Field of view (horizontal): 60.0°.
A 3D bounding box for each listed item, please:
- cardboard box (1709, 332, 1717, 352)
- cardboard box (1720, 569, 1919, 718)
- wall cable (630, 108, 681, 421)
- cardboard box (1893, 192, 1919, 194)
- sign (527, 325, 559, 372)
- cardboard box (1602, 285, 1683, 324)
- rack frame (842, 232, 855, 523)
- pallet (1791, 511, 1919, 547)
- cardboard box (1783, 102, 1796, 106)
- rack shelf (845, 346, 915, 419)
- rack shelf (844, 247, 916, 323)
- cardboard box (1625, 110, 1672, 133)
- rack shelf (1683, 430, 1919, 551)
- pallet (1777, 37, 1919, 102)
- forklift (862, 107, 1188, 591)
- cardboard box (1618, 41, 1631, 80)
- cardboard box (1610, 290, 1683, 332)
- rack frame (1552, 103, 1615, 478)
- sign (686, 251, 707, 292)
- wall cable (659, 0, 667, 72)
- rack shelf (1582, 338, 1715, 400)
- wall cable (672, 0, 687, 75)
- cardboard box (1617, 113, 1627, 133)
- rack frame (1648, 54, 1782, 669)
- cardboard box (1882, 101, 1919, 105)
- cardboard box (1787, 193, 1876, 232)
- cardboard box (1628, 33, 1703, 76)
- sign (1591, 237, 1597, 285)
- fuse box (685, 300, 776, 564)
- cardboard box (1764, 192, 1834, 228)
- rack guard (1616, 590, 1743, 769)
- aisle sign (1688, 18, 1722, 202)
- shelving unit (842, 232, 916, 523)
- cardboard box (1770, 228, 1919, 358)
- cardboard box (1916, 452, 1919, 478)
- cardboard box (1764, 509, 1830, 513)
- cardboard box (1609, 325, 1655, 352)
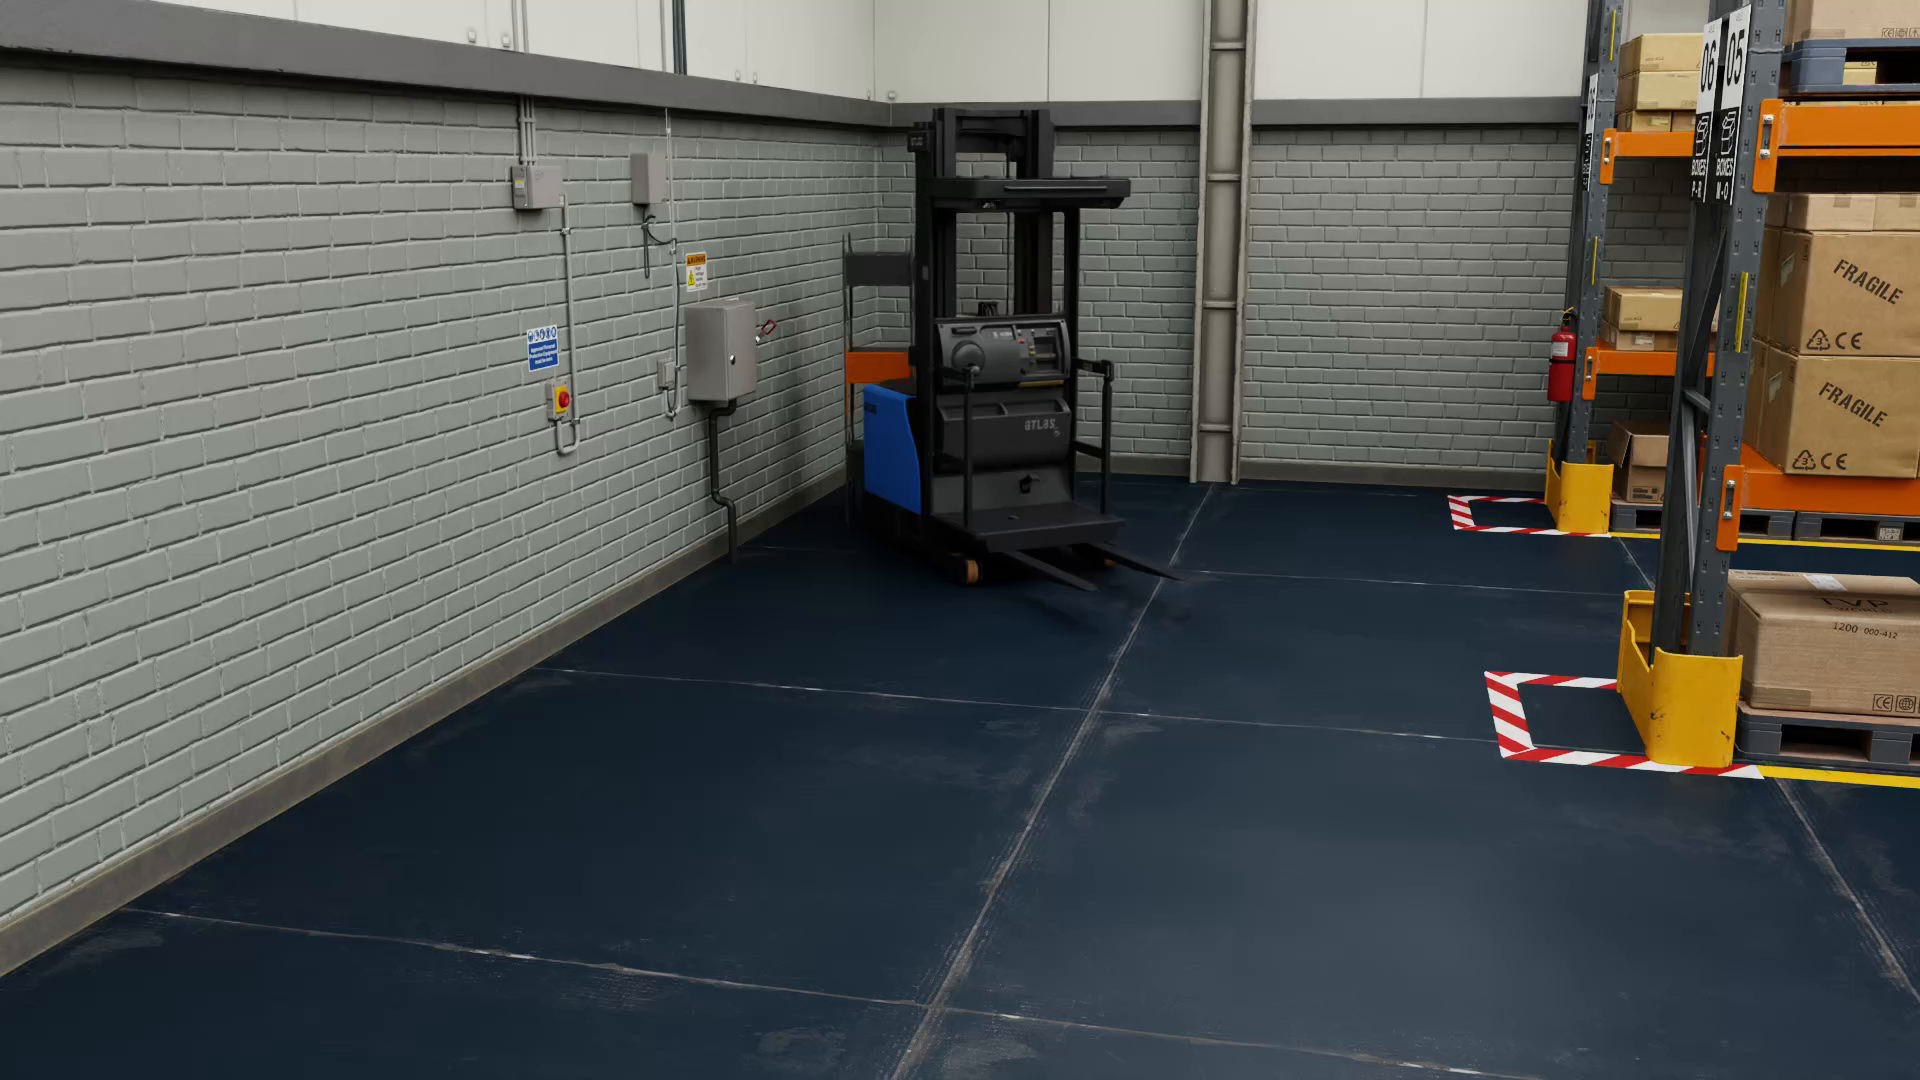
[{"bbox_3d":[5.323,-1.432,11.844,0.250,0.149,0.380,3,13,13],"label":"cardboard box"},{"bbox_3d":[4.027,0.464,7.665,0.875,0.438,0.875,3,13,12],"label":"cardboard box"},{"bbox_3d":[-1.789,-1.678,10.026,0.122,1.984,0.588,3,13,14],"label":"wall cable"},{"bbox_3d":[4.282,-1.469,7.391,0.250,0.149,0.380,3,13,13],"label":"cardboard box"},{"bbox_3d":[-2.189,-1.008,8.728,0.001,0.218,0.327,3,13,14],"label":"sign"},{"bbox_3d":[5.058,-1.743,12.326,0.500,0.250,0.500,3,13,15],"label":"cardboard box"},{"bbox_3d":[-0.822,-1.197,12.281,0.015,2.100,0.400,1,13,3],"label":"rack frame"},{"bbox_3d":[6.577,-0.169,12.009,1.213,0.211,1.003,3,13,14],"label":"pallet"},{"bbox_3d":[5.412,-3.073,11.395,0.500,0.250,0.500,3,13,15],"label":"cardboard box"},{"bbox_3d":[-0.578,-1.180,12.270,0.480,0.518,0.431,1,13,3],"label":"rack shelf"},{"bbox_3d":[-0.578,-1.864,12.118,0.480,0.518,0.431,1,13,3],"label":"rack shelf"},{"bbox_3d":[4.802,-2.916,11.605,0.250,0.149,0.380,3,13,15],"label":"cardboard box"},{"bbox_3d":[5.304,-0.140,7.102,4.000,0.370,1.077,3,13,14],"label":"rack shelf"},{"bbox_3d":[4.085,-1.980,7.013,1.213,0.211,1.003,3,13,14],"label":"pallet"},{"bbox_3d":[0.383,-1.255,10.624,1.130,2.935,3.031,-6,14,-25],"label":"forklift"},{"bbox_3d":[5.046,-3.455,11.963,0.500,0.250,0.500,3,13,12],"label":"cardboard box"},{"bbox_3d":[4.924,-1.631,11.820,0.500,0.250,0.500,3,13,14],"label":"cardboard box"},{"bbox_3d":[4.548,-1.639,12.198,0.127,3.000,1.000,3,13,14],"label":"rack frame"},{"bbox_3d":[-1.687,-1.720,10.652,0.001,0.242,0.339,3,13,14],"label":"sign"},{"bbox_3d":[-2.045,-3.918,8.618,0.029,3.000,2.355,3,13,14],"label":"wall cable"},{"bbox_3d":[6.490,-1.184,11.808,4.000,0.370,1.077,3,13,14],"label":"rack shelf"},{"bbox_3d":[-1.341,-4.520,11.246,0.133,3.039,2.988,3,13,14],"label":"wall cable"},{"bbox_3d":[4.914,-3.013,12.044,0.250,0.149,0.380,3,13,15],"label":"cardboard box"},{"bbox_3d":[3.362,-0.595,7.492,0.127,3.000,1.000,3,13,14],"label":"rack frame"},{"bbox_3d":[6.413,-3.022,11.164,0.500,0.250,0.500,3,13,13],"label":"cardboard box"},{"bbox_3d":[3.641,-1.372,6.957,0.250,0.149,0.380,3,13,15],"label":"cardboard box"},{"bbox_3d":[4.919,-3.344,11.461,0.500,0.250,0.500,3,13,13],"label":"cardboard box"},{"bbox_3d":[4.418,-1.948,11.590,0.005,0.325,0.100,3,13,14],"label":"sign"},{"bbox_3d":[-1.473,-0.688,10.885,0.414,1.711,0.539,3,13,14],"label":"fuse box"},{"bbox_3d":[3.759,-1.473,7.409,0.250,0.149,0.380,3,13,14],"label":"cardboard box"},{"bbox_3d":[3.339,0.624,7.768,0.348,0.500,1.175,3,13,14],"label":"rack guard"},{"bbox_3d":[3.367,-1.933,7.521,0.004,0.787,0.394,3,13,14],"label":"aisle sign"},{"bbox_3d":[-0.578,-1.194,12.267,0.503,2.100,0.431,1,13,3],"label":"shelving unit"},{"bbox_3d":[3.760,-1.048,6.991,0.500,0.500,0.500,3,13,12],"label":"cardboard box"},{"bbox_3d":[4.257,-0.539,7.005,0.500,0.500,0.500,3,13,13],"label":"cardboard box"},{"bbox_3d":[5.940,-0.520,11.953,0.500,0.500,0.700,4,13,16],"label":"cardboard box"},{"bbox_3d":[4.801,-1.442,11.888,0.250,0.149,0.380,3,13,13],"label":"cardboard box"}]
